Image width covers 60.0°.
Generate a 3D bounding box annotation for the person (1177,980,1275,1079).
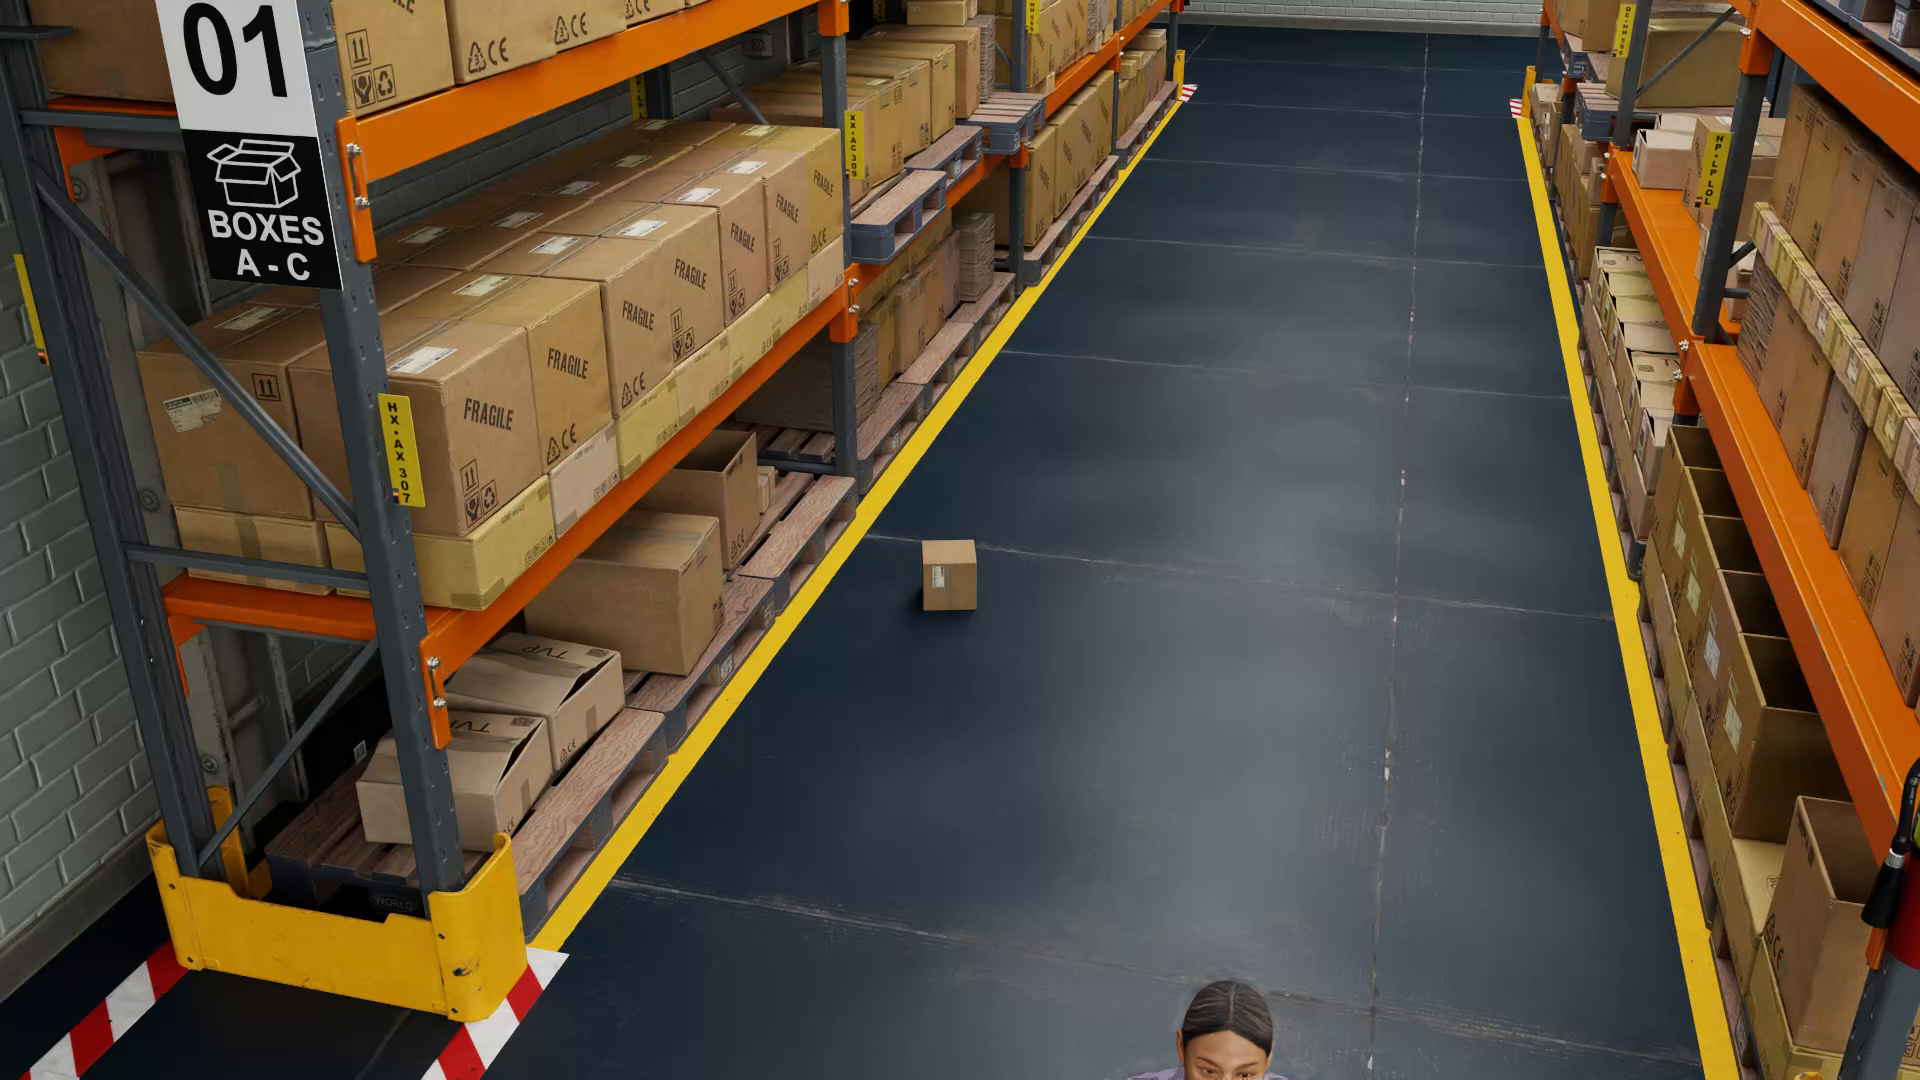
[{"bbox_3d":[0.479,1.539,3.261,0.490,1.559,0.403,-2,26,-5],"label":"person"}]
